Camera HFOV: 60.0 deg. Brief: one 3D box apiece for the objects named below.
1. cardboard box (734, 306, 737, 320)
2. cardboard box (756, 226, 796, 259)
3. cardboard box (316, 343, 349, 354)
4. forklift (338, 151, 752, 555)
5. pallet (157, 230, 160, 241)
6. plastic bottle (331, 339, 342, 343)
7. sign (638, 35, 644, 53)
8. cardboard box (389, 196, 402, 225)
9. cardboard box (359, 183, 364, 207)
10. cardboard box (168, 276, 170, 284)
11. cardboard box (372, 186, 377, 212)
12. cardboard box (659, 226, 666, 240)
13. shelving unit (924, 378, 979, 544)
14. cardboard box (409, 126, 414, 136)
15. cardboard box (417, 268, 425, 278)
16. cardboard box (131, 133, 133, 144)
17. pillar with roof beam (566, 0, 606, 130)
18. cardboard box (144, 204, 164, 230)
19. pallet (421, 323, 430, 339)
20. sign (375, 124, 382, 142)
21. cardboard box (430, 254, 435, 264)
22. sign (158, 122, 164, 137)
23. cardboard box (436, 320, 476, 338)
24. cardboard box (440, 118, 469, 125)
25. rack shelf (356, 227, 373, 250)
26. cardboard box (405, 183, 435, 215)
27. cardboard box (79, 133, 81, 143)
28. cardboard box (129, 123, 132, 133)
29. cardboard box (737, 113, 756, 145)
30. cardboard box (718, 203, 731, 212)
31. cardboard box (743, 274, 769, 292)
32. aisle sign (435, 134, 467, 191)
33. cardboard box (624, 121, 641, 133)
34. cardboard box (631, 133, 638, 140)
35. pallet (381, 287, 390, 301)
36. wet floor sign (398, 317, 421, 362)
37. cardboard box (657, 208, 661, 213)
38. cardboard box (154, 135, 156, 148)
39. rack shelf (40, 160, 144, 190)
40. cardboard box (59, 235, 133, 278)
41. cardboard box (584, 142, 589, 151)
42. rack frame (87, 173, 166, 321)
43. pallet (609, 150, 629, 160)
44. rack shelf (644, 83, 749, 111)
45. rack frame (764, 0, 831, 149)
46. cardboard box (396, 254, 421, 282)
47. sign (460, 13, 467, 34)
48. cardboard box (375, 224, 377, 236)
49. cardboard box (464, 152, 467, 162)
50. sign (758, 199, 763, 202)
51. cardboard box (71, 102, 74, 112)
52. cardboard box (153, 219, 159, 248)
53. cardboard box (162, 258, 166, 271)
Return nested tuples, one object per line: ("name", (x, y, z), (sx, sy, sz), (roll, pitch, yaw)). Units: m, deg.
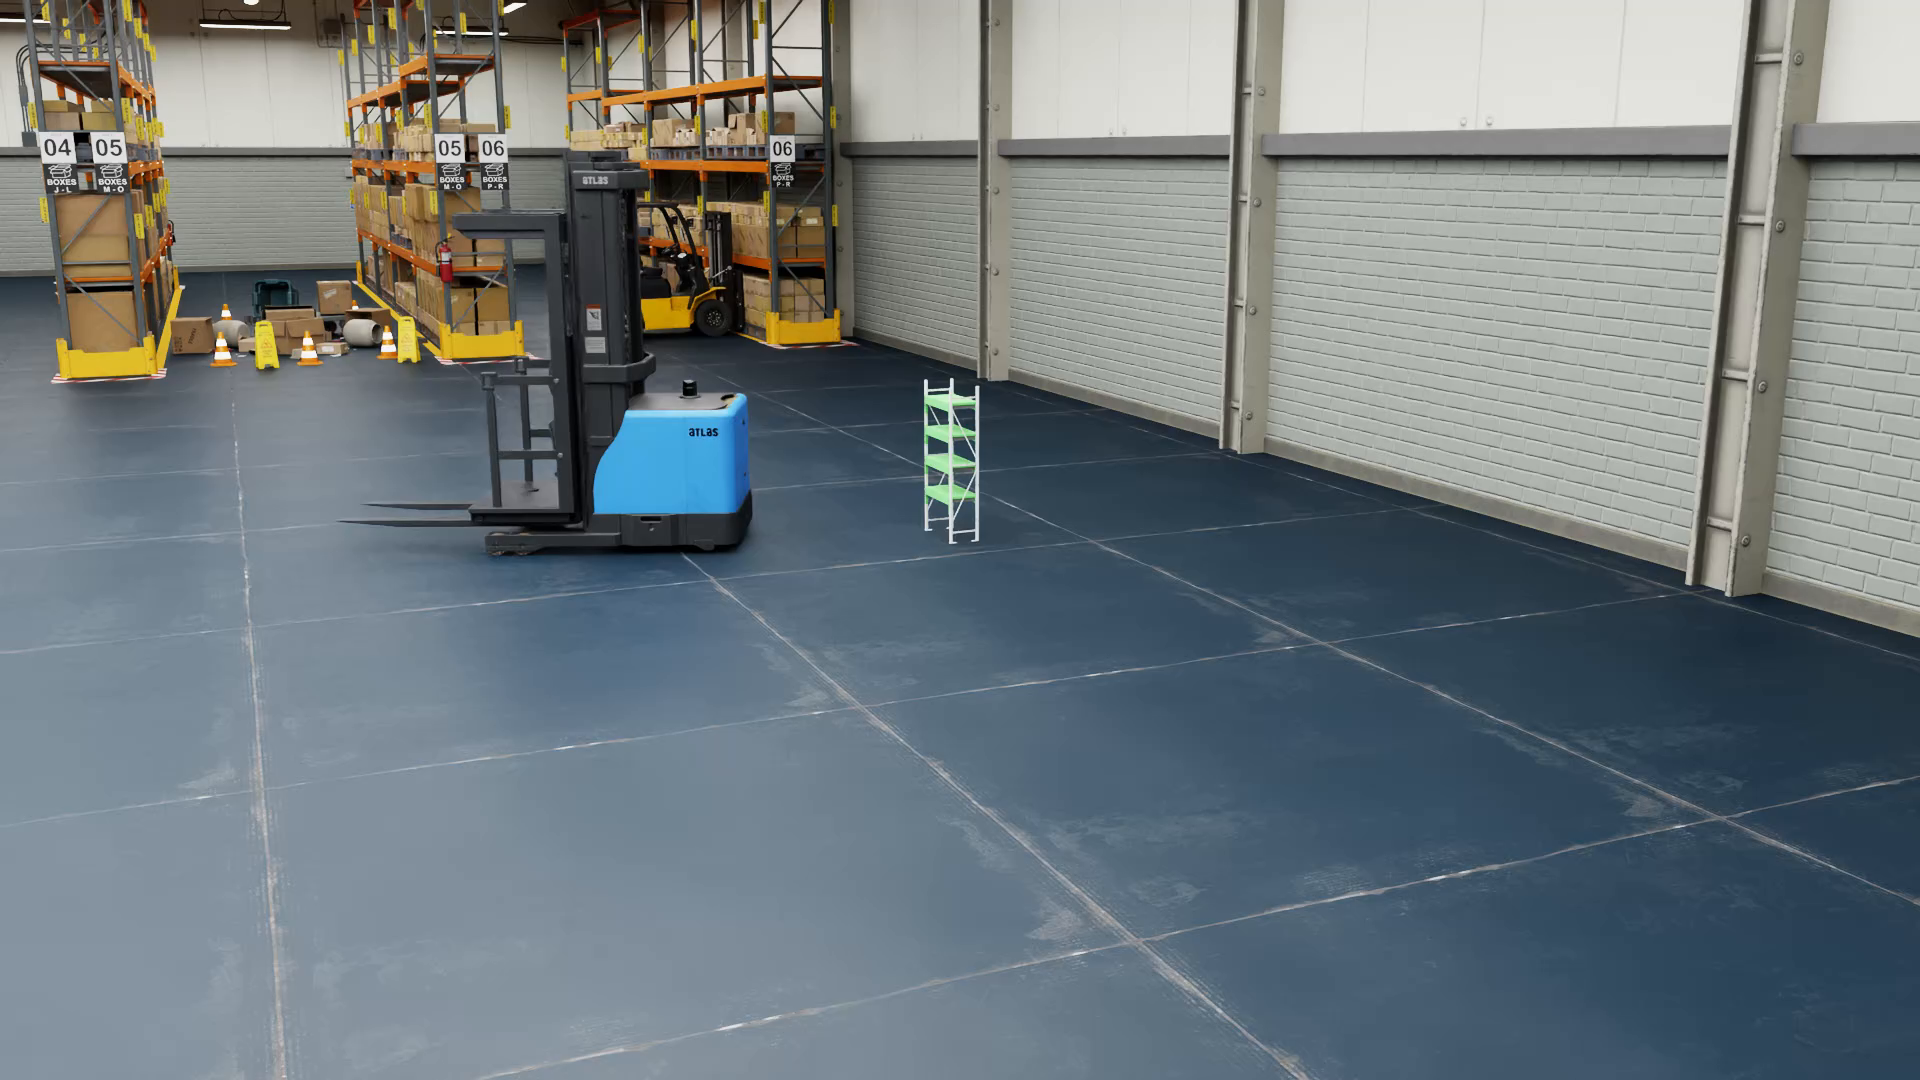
("cardboard box", (-3.588, -3.872, 28.114), (0.500, 0.250, 0.500), (-5, 14, -21))
("cardboard box", (-2.937, -4.752, 26.528), (0.500, 0.500, 0.500), (-6, 14, -24))
("cardboard box", (-9.421, -2.876, 24.964), (0.380, 0.149, 0.250), (1, 13, 6))
("forklift", (-3.172, -1.435, 12.570), (3.031, 2.935, 1.130), (0, 13, -1))
("pallet", (-15.576, -5.673, 31.154), (1.003, 0.211, 1.213), (-6, 14, -23))
("plastic bottle", (-9.850, -3.135, 26.280), (0.133, 0.061, 0.283), (-3, 13, -13))
("sign", (-6.197, -9.644, 32.333), (0.100, 0.325, 0.005), (-6, 14, -23))
("cardboard box", (-10.282, -6.113, 30.819), (0.500, 0.500, 0.500), (-6, 14, -25))
("cardboard box", (-12.896, -7.578, 36.521), (0.500, 0.500, 0.500), (-6, 14, -23))
("cardboard box", (-16.200, -5.252, 33.641), (0.380, 0.149, 0.250), (-5, 14, -20))
("cardboard box", (-11.512, -6.868, 33.453), (0.500, 0.500, 0.500), (-6, 14, -24))
("cardboard box", (-5.553, -5.987, 32.418), (0.500, 0.250, 0.500), (-6, 14, -24))
("shelving unit", (-0.066, -0.619, 12.882), (0.258, 1.200, 0.503), (-6, 14, -23))
("cardboard box", (-8.512, -6.472, 26.319), (0.380, 0.149, 0.250), (-6, 14, -23))
("cardboard box", (-8.664, -4.372, 27.171), (0.380, 0.149, 0.250), (-5, 14, -22))
("cardboard box", (-11.993, -5.714, 23.656), (0.380, 0.149, 0.250), (-5, 14, -22))
("pillar with roof beam", (-13.107, -11.103, 40.887), (9.100, 9.000, 0.548), (-6, 14, -23))
("cardboard box", (-16.315, -6.506, 33.448), (0.500, 0.500, 0.500), (-6, 14, -24))
("pallet", (-8.347, -3.509, 27.561), (1.003, 0.211, 1.213), (-6, 14, -23))
("sign", (-10.762, -7.532, 30.789), (0.100, 0.325, 0.005), (-6, 14, -23))
("cardboard box", (-7.809, -4.260, 25.179), (0.380, 0.149, 0.250), (-5, 14, -22))
("sign", (-17.434, -8.953, 36.283), (0.100, 0.325, 0.005), (-6, 14, -23))
("cardboard box", (-7.626, -3.189, 25.163), (0.500, 0.250, 0.500), (-6, 14, -23))
("cardboard box", (-8.724, -7.098, 28.527), (0.500, 0.250, 0.500), (-6, 14, -24))
("rack shelf", (-12.654, -6.718, 36.840), (1.077, 0.370, 4.000), (-6, 14, -23))
("cardboard box", (-8.671, -5.573, 27.198), (0.700, 0.500, 0.500), (-6, 14, -24))
("cardboard box", (-12.595, -5.654, 23.398), (0.380, 0.149, 0.250), (-5, 14, -22))
("cardboard box", (-12.106, -5.930, 23.709), (0.500, 0.250, 0.500), (-6, 14, -23))
("cardboard box", (-3.219, -6.679, 27.048), (0.700, 0.500, 0.500), (-6, 14, -23))
("cardboard box", (-3.939, -5.709, 28.562), (0.380, 0.149, 0.250), (-5, 14, -22))
("cardboard box", (-3.391, -4.253, 27.542), (0.500, 0.250, 0.500), (-5, 14, -22))
("aisle sign", (-7.287, -5.404, 23.800), (0.394, 0.787, 0.004), (-6, 14, -23))
("cardboard box", (-7.121, -8.987, 36.219), (0.396, 0.266, 0.258), (-6, 14, -24))
("cardboard box", (-6.529, -8.266, 34.069), (0.380, 0.149, 0.250), (-6, 14, -24))
("pallet", (-11.475, -5.144, 34.629), (1.003, 0.211, 1.213), (-6, 14, -23))
("wet floor sign", (-7.950, -2.893, 23.940), (0.267, 0.644, 0.232), (-1, 13, -4))
("cardboard box", (-5.738, -6.495, 32.622), (0.380, 0.149, 0.250), (-5, 14, -22))
("cardboard box", (-16.516, -8.044, 33.544), (0.500, 0.250, 0.500), (-6, 14, -23))
("rack shelf", (-12.342, -5.232, 23.768), (1.077, 0.370, 4.000), (-6, 14, -23))
("cardboard box", (-11.731, -3.854, 22.537), (0.875, 0.550, 0.550), (-6, 14, -23))
("cardboard box", (-8.337, -9.033, 38.267), (0.500, 0.250, 0.500), (-6, 14, -24))
("rack frame", (-14.746, -5.361, 29.381), (1.000, 3.000, 0.127), (-6, 14, -23))
("pallet", (-6.691, -8.119, 35.063), (1.213, 0.211, 1.003), (-6, 14, -23))
("rack shelf", (-4.903, -8.242, 31.008), (1.077, 0.370, 4.000), (-6, 14, -23))
("rack frame", (-2.499, -7.548, 25.526), (1.000, 3.000, 0.127), (-6, 14, -23))
("cardboard box", (-10.451, -5.149, 32.245), (0.875, 0.875, 0.875), (-6, 14, -23))
("sign", (-8.144, -8.464, 27.237), (0.100, 0.325, 0.005), (-6, 14, -23))
("cardboard box", (-11.519, -6.254, 33.570), (0.500, 0.250, 0.500), (-6, 14, -23))
("cardboard box", (-7.265, -5.766, 25.036), (0.380, 0.149, 0.250), (-6, 14, -23))
("sign", (-3.594, -5.963, 29.885), (0.100, 0.325, 0.005), (-6, 14, -23))
("cardboard box", (-12.293, -5.886, 22.633), (0.380, 0.149, 0.250), (-5, 14, -22))
("cardboard box", (-14.319, -5.341, 29.073), (0.500, 0.500, 0.500), (-6, 14, -23))
("cardboard box", (-15.624, -5.301, 32.072), (0.500, 0.250, 0.500), (-5, 14, -20))
